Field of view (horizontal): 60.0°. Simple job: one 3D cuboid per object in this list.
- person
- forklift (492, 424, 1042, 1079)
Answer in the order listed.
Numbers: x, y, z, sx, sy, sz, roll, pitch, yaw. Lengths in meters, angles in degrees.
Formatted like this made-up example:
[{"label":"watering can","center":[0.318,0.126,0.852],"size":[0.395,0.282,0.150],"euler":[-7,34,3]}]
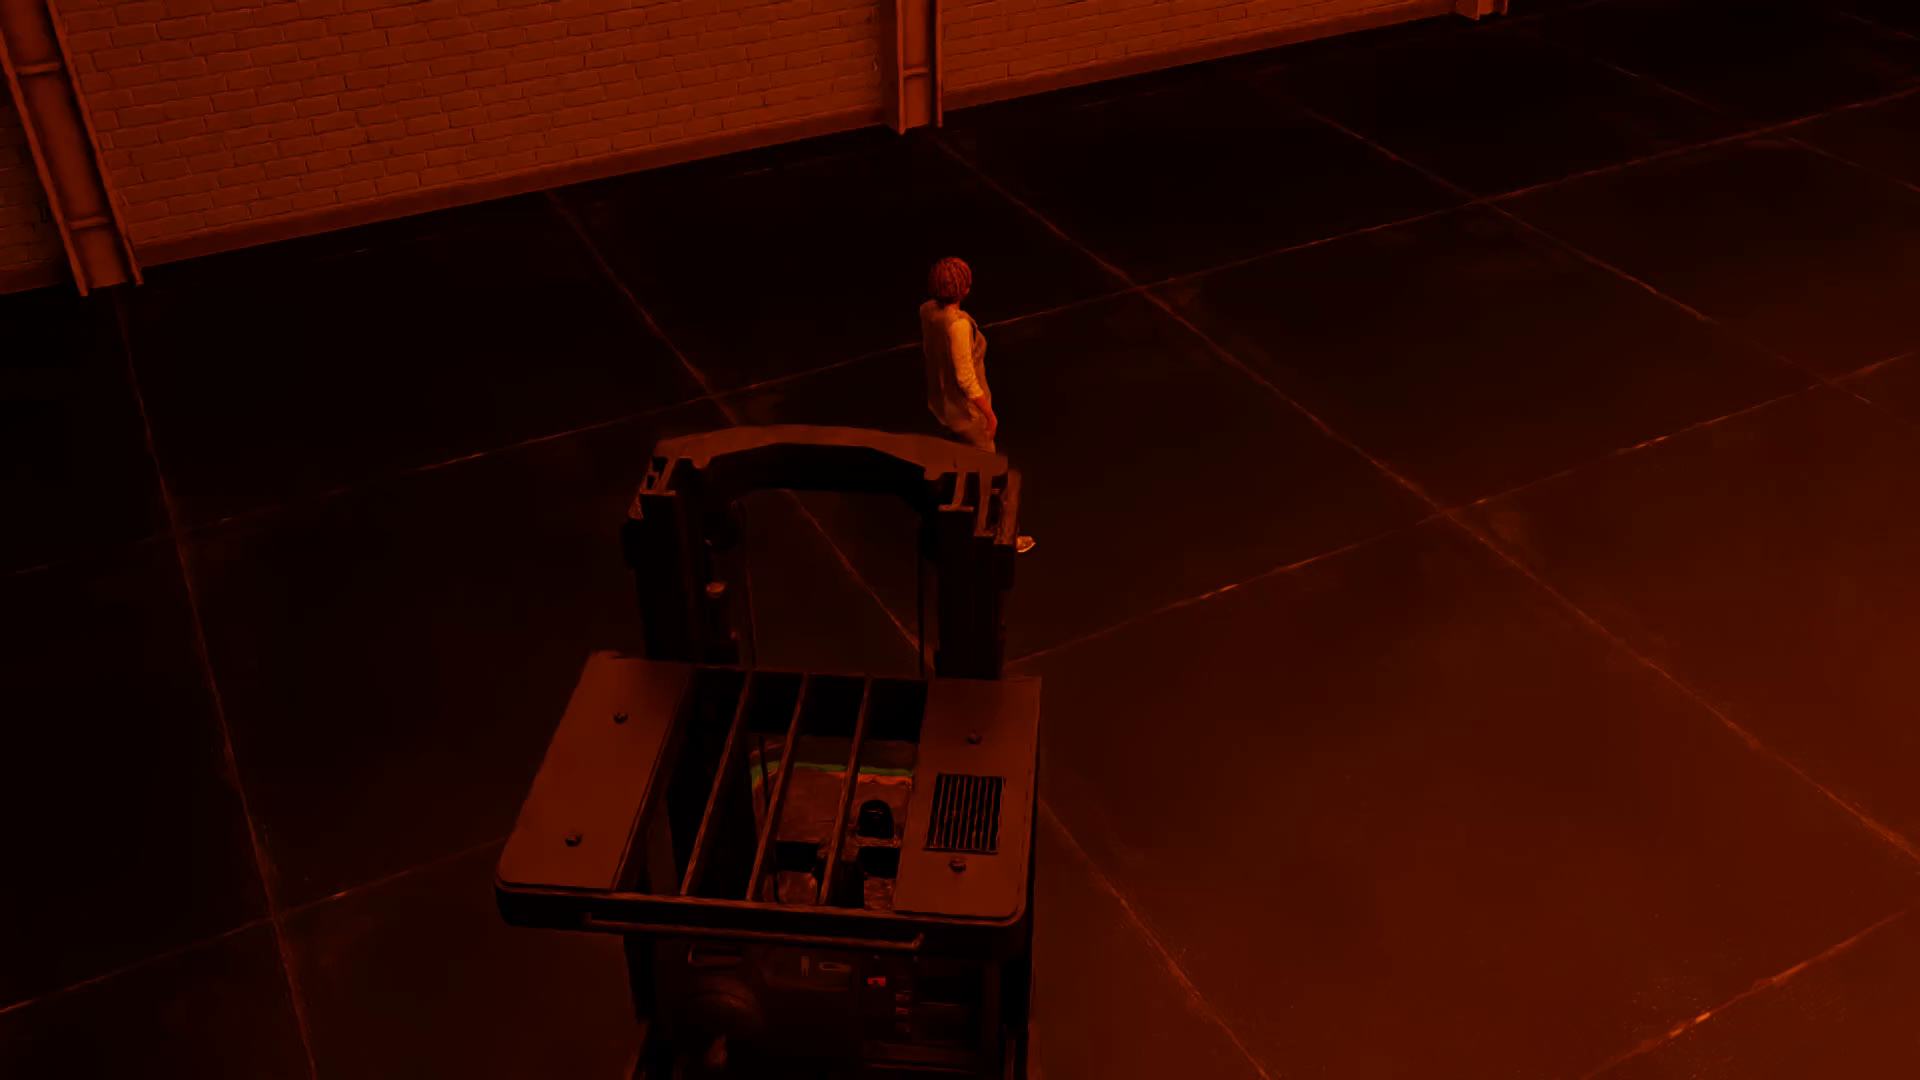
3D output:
[{"label":"person","center":[0.072,-0.671,8.216],"size":[0.474,1.597,0.521],"euler":[-17,39,-23]},{"label":"forklift","center":[-0.374,1.305,4.277],"size":[1.130,2.935,3.031],"euler":[3,35,4]}]
